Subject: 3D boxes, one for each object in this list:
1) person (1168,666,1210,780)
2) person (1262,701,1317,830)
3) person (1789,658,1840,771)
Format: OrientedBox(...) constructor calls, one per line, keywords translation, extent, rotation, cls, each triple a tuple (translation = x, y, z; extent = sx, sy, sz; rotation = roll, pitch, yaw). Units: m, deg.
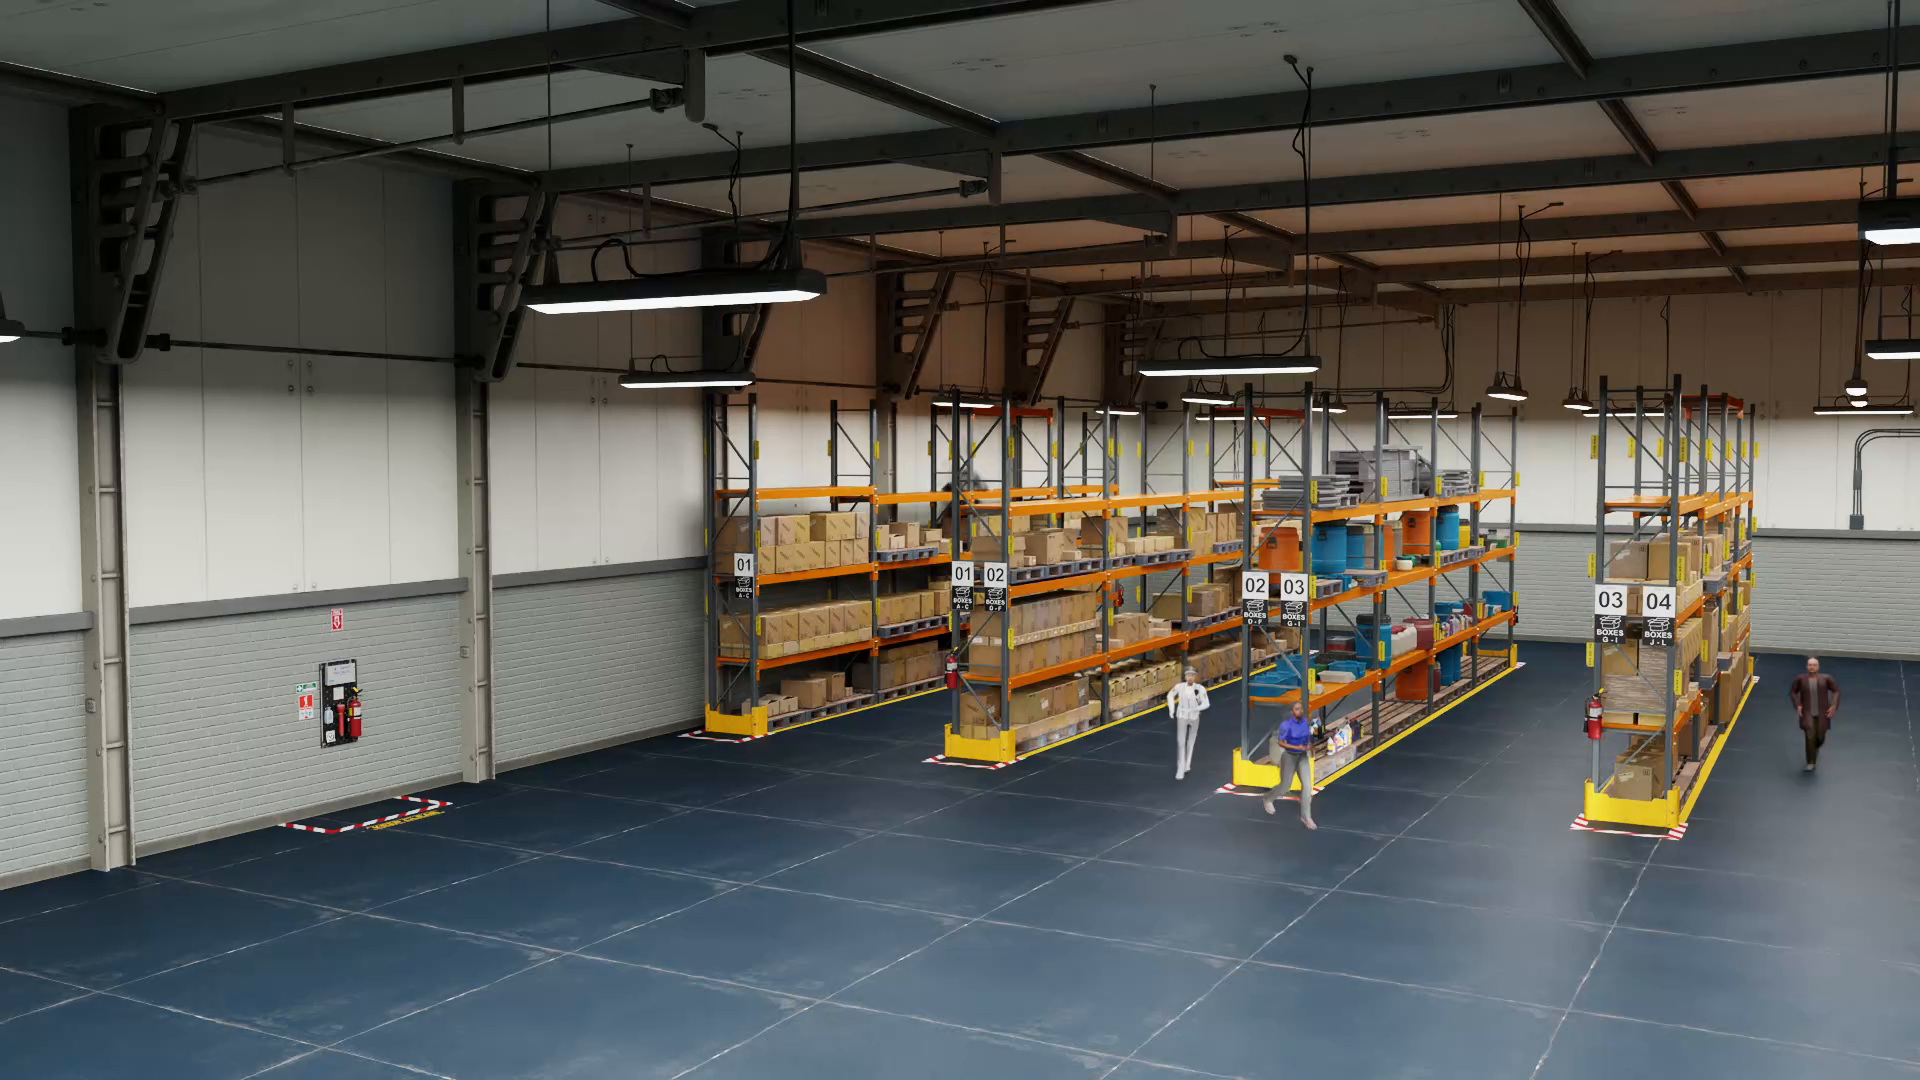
OrientedBox(translation=(3.515, 2.794, 25.550), extent=(0.618, 1.757, 0.692), rotation=(0, 3, 4), cls="person")
OrientedBox(translation=(4.469, 2.980, 22.307), extent=(0.588, 1.662, 0.935), rotation=(-1, 3, -23), cls="person")
OrientedBox(translation=(13.413, 2.724, 26.121), extent=(0.721, 1.756, 0.702), rotation=(2, 3, 27), cls="person")
